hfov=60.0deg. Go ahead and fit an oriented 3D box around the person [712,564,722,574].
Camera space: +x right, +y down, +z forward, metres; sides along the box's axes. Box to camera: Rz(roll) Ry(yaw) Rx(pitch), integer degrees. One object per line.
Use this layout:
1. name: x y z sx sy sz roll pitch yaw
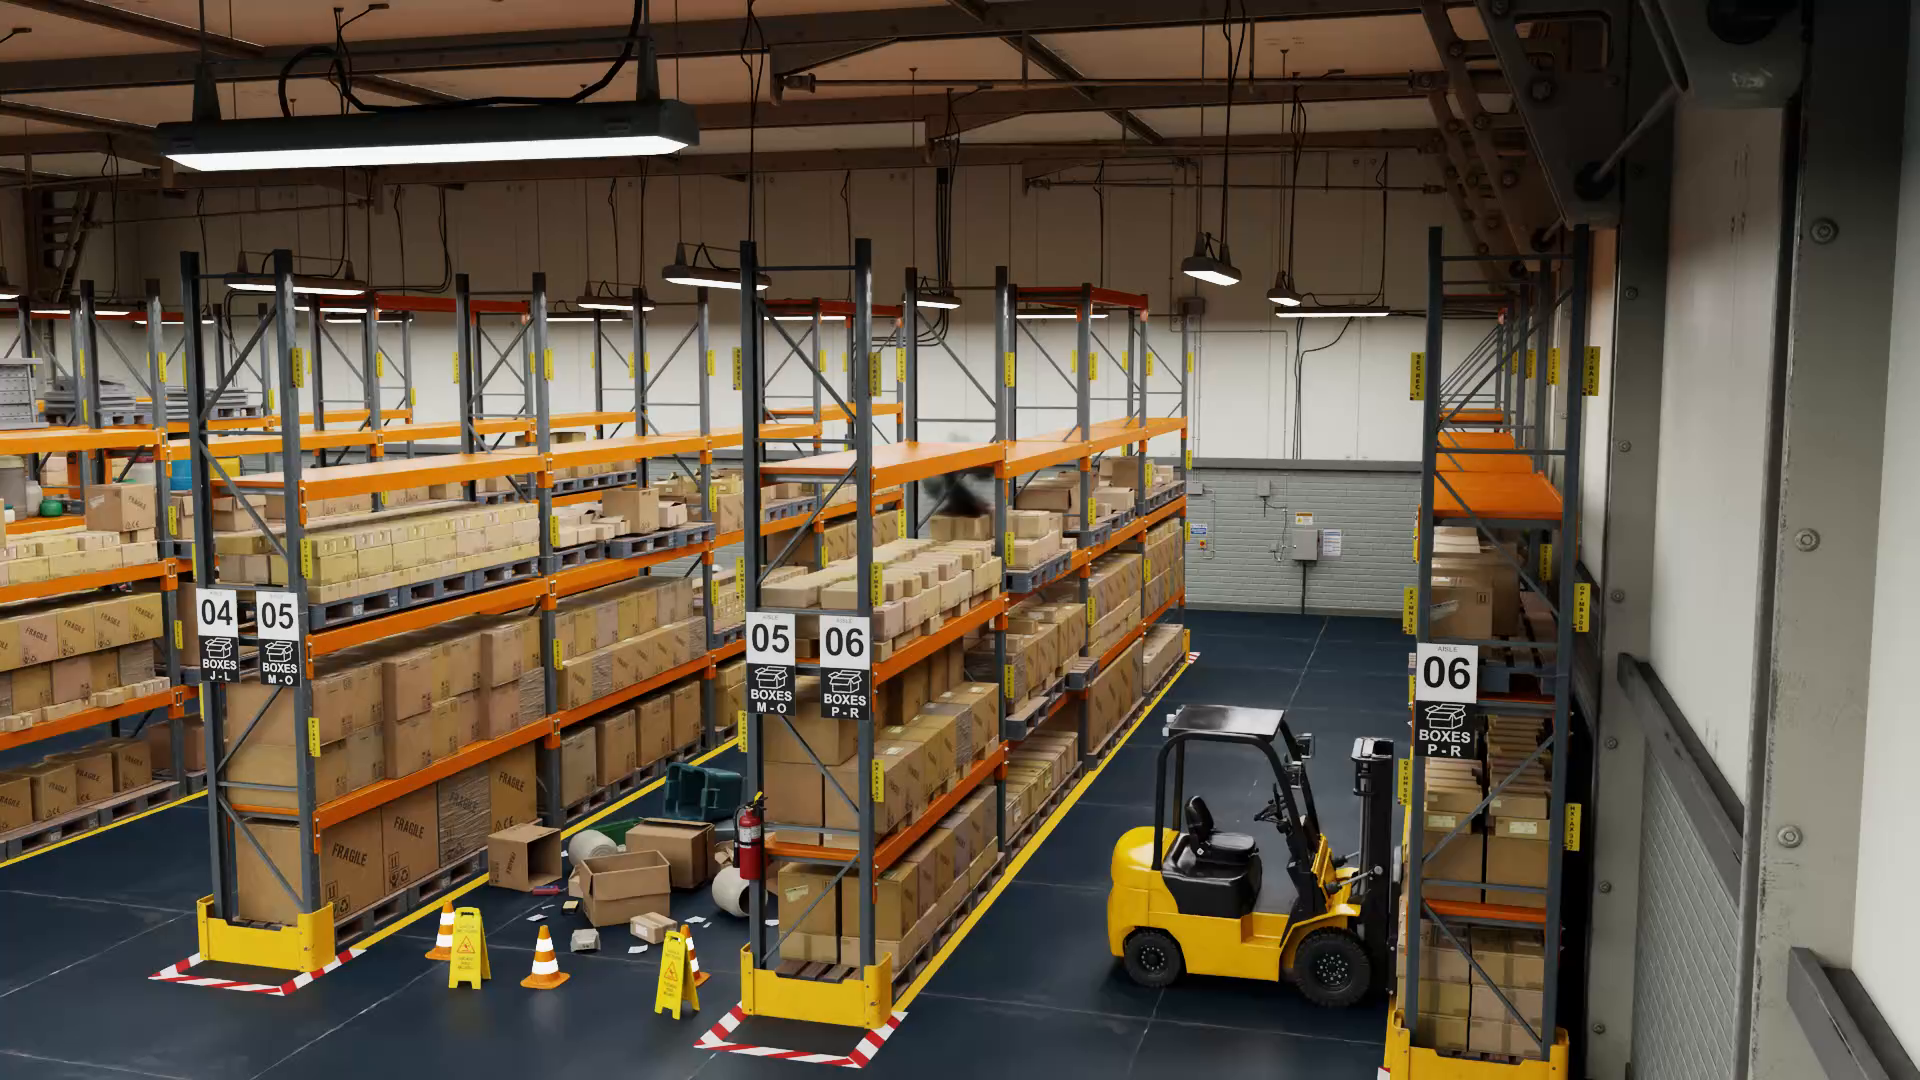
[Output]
1. person: -3.927 1.247 27.147 0.723 1.719 0.828 2 7 21
